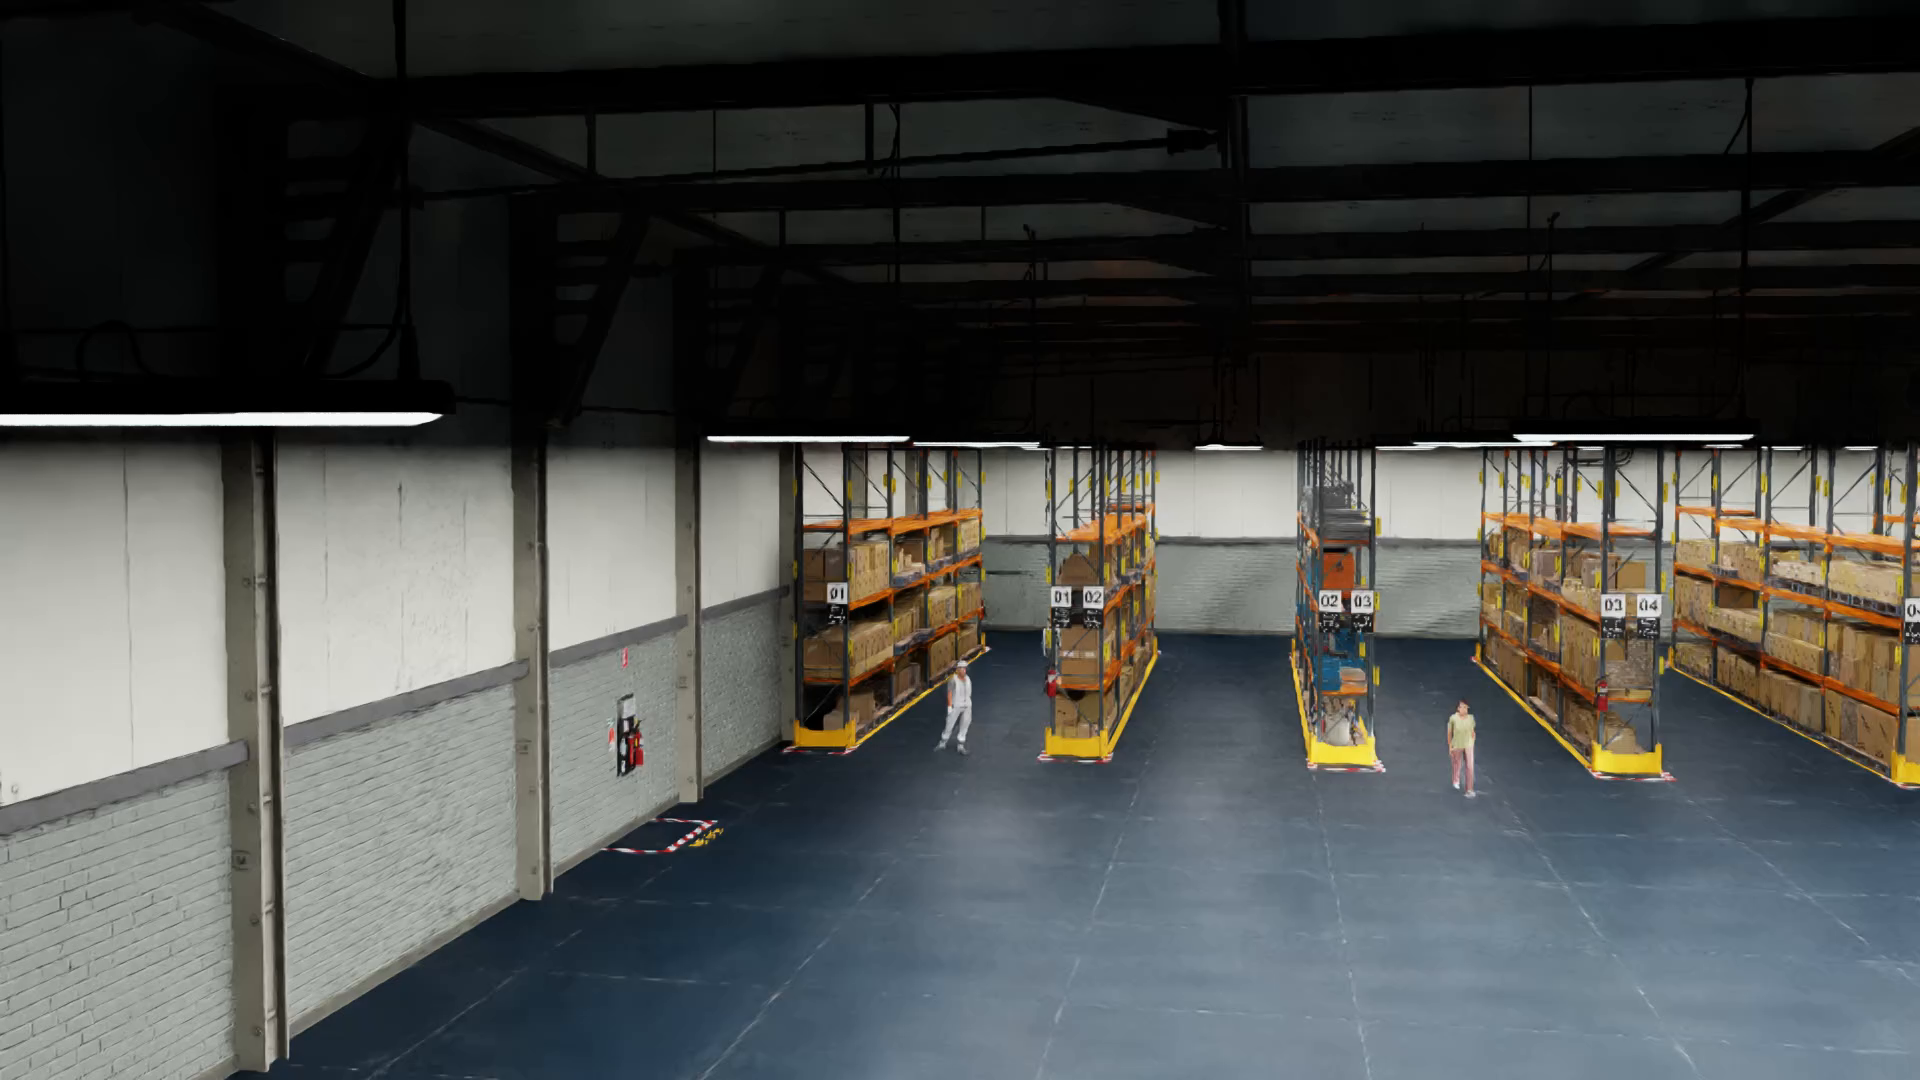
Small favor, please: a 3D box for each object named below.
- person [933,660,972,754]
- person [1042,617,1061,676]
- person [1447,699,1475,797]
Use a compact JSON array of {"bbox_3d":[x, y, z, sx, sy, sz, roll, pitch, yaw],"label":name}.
[{"bbox_3d":[-0.111,3.167,31.504,0.739,1.781,0.504,-2,3,-30],"label":"person"},{"bbox_3d":[2.290,2.710,41.568,0.495,1.589,1.086,1,3,12],"label":"person"},{"bbox_3d":[8.377,3.438,27.793,0.448,1.590,1.109,1,3,13],"label":"person"}]
